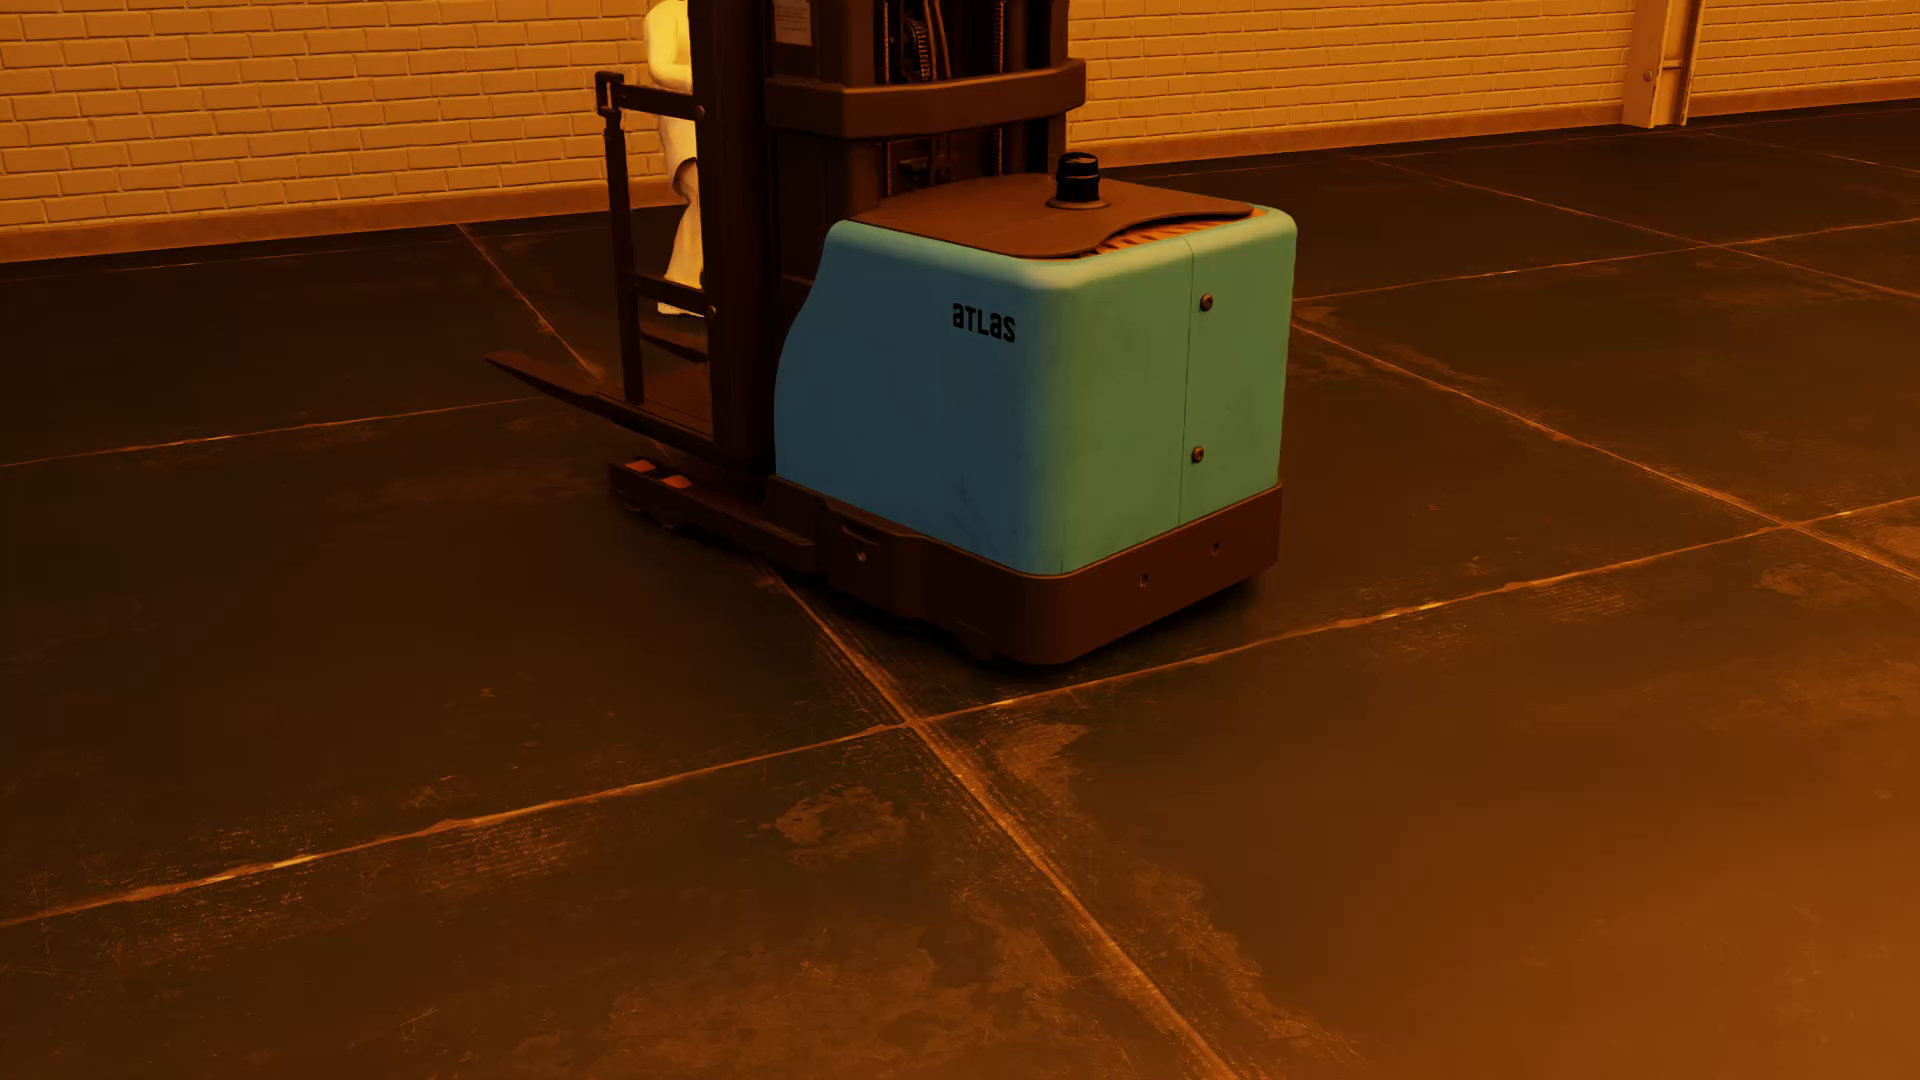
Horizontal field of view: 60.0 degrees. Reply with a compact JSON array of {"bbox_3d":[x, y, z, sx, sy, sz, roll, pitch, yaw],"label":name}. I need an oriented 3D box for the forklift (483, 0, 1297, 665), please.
[{"bbox_3d":[-0.477,-1.511,4.924,1.130,2.935,3.031,-21,30,-40],"label":"forklift"}]

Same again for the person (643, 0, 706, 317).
[{"bbox_3d":[-1.039,-1.956,7.806,0.715,1.539,1.309,14,27,31],"label":"person"}]
